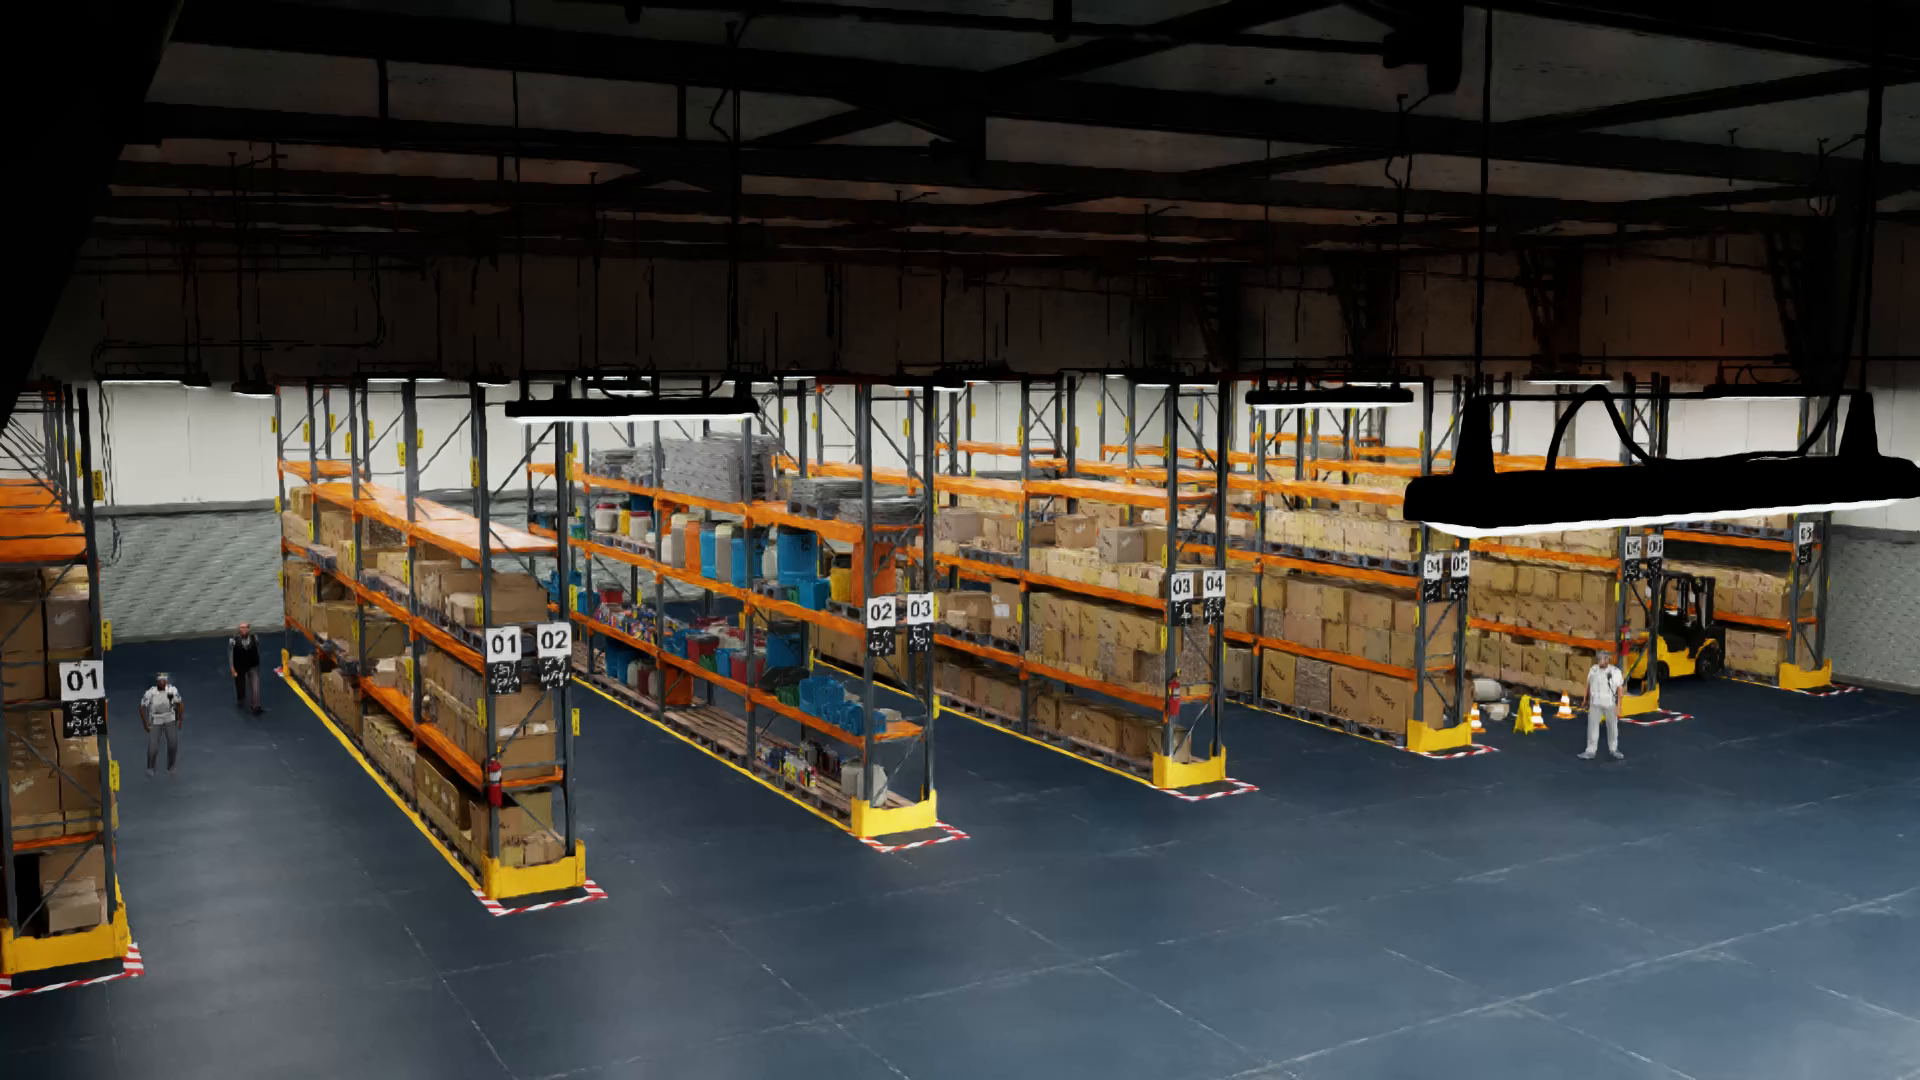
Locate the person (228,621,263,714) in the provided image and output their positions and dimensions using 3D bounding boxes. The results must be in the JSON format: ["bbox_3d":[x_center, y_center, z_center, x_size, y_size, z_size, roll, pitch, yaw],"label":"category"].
[{"bbox_3d":[-12.777,2.255,29.708,0.543,1.648,1.111,-3,7,-28],"label":"person"}]

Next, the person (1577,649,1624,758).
[{"bbox_3d":[10.153,2.585,26.308,0.675,1.742,0.629,5,8,39],"label":"person"}]

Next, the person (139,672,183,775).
[{"bbox_3d":[-12.121,2.771,25.262,0.592,1.625,0.532,-4,7,-32],"label":"person"}]
